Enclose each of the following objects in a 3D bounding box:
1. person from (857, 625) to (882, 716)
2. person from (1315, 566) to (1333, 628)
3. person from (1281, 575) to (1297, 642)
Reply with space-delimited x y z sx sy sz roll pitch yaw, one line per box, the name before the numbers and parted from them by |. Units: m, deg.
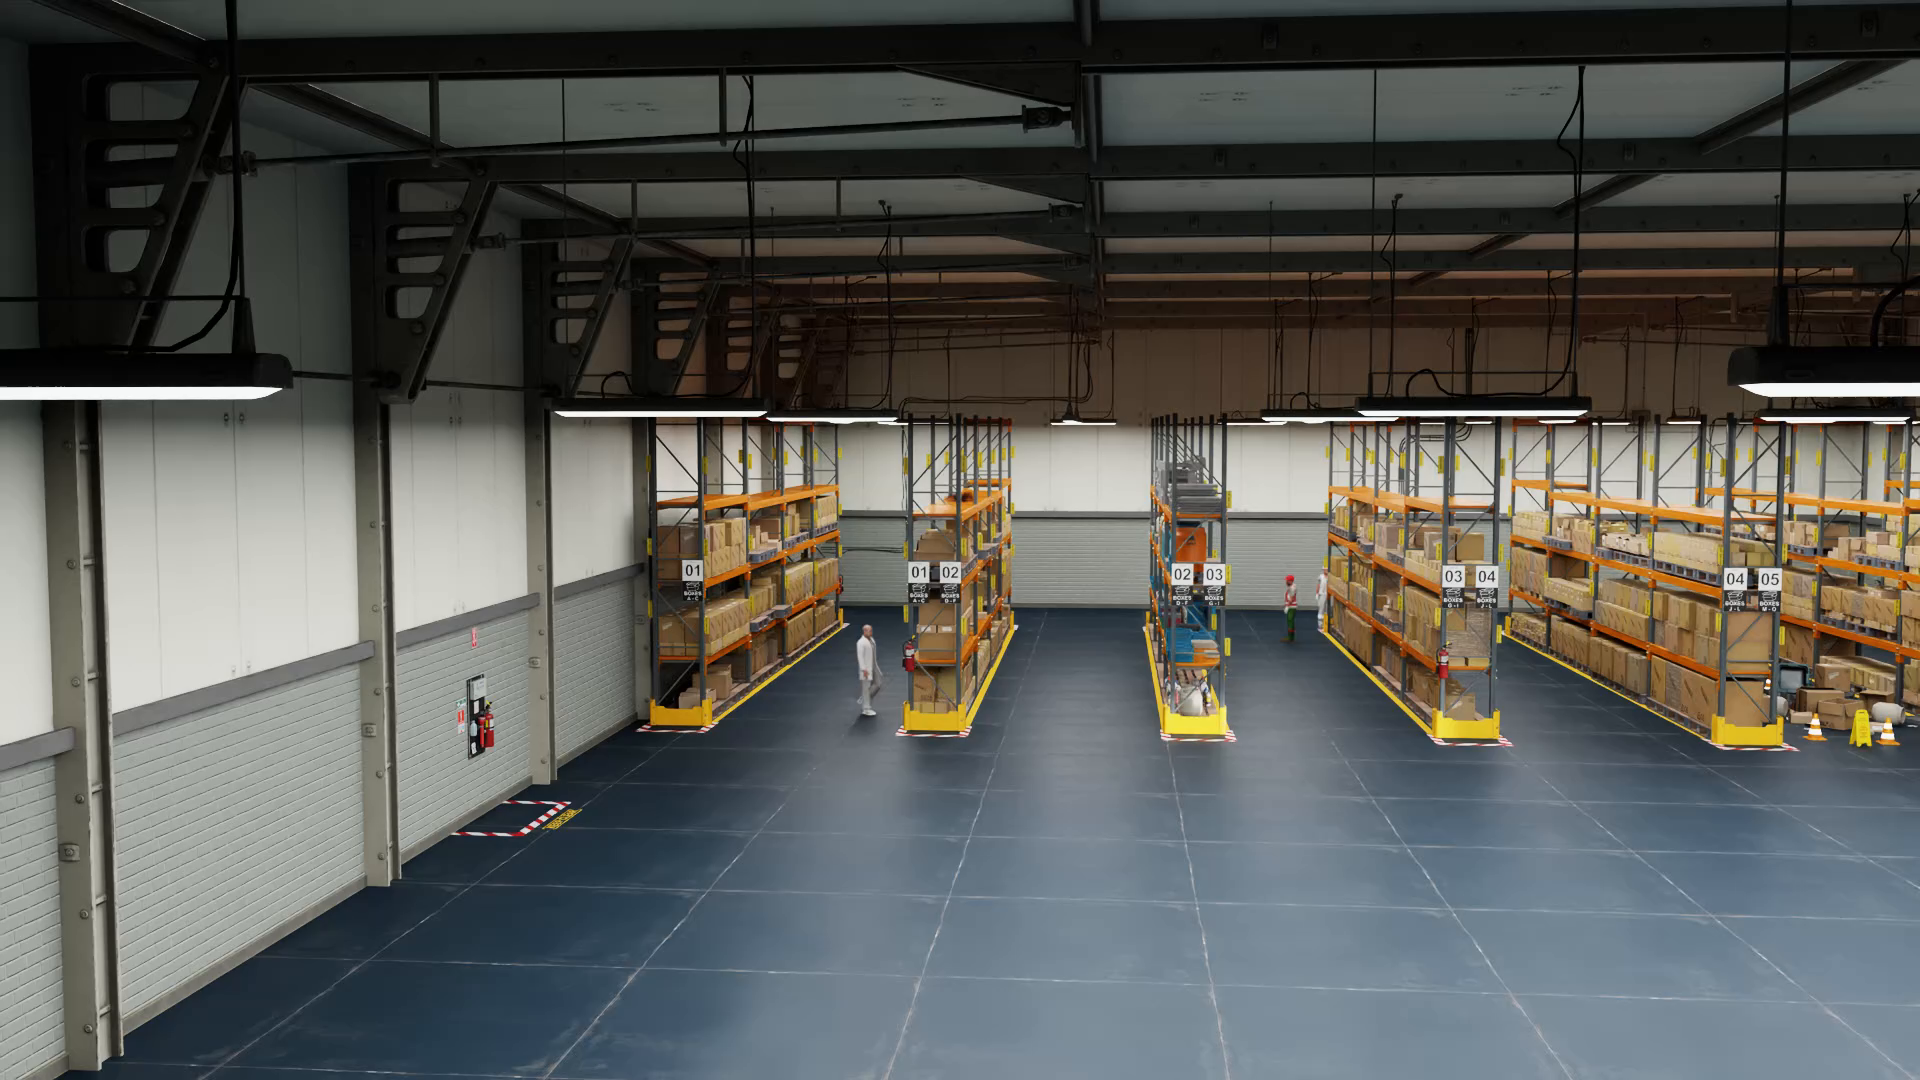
person | -1.819 2.591 33.309 0.606 1.787 0.726 2 4 29
person | 10.513 1.618 47.692 0.571 1.804 0.499 -1 4 -9
person | 8.792 1.830 44.453 0.399 1.798 0.556 1 4 9
